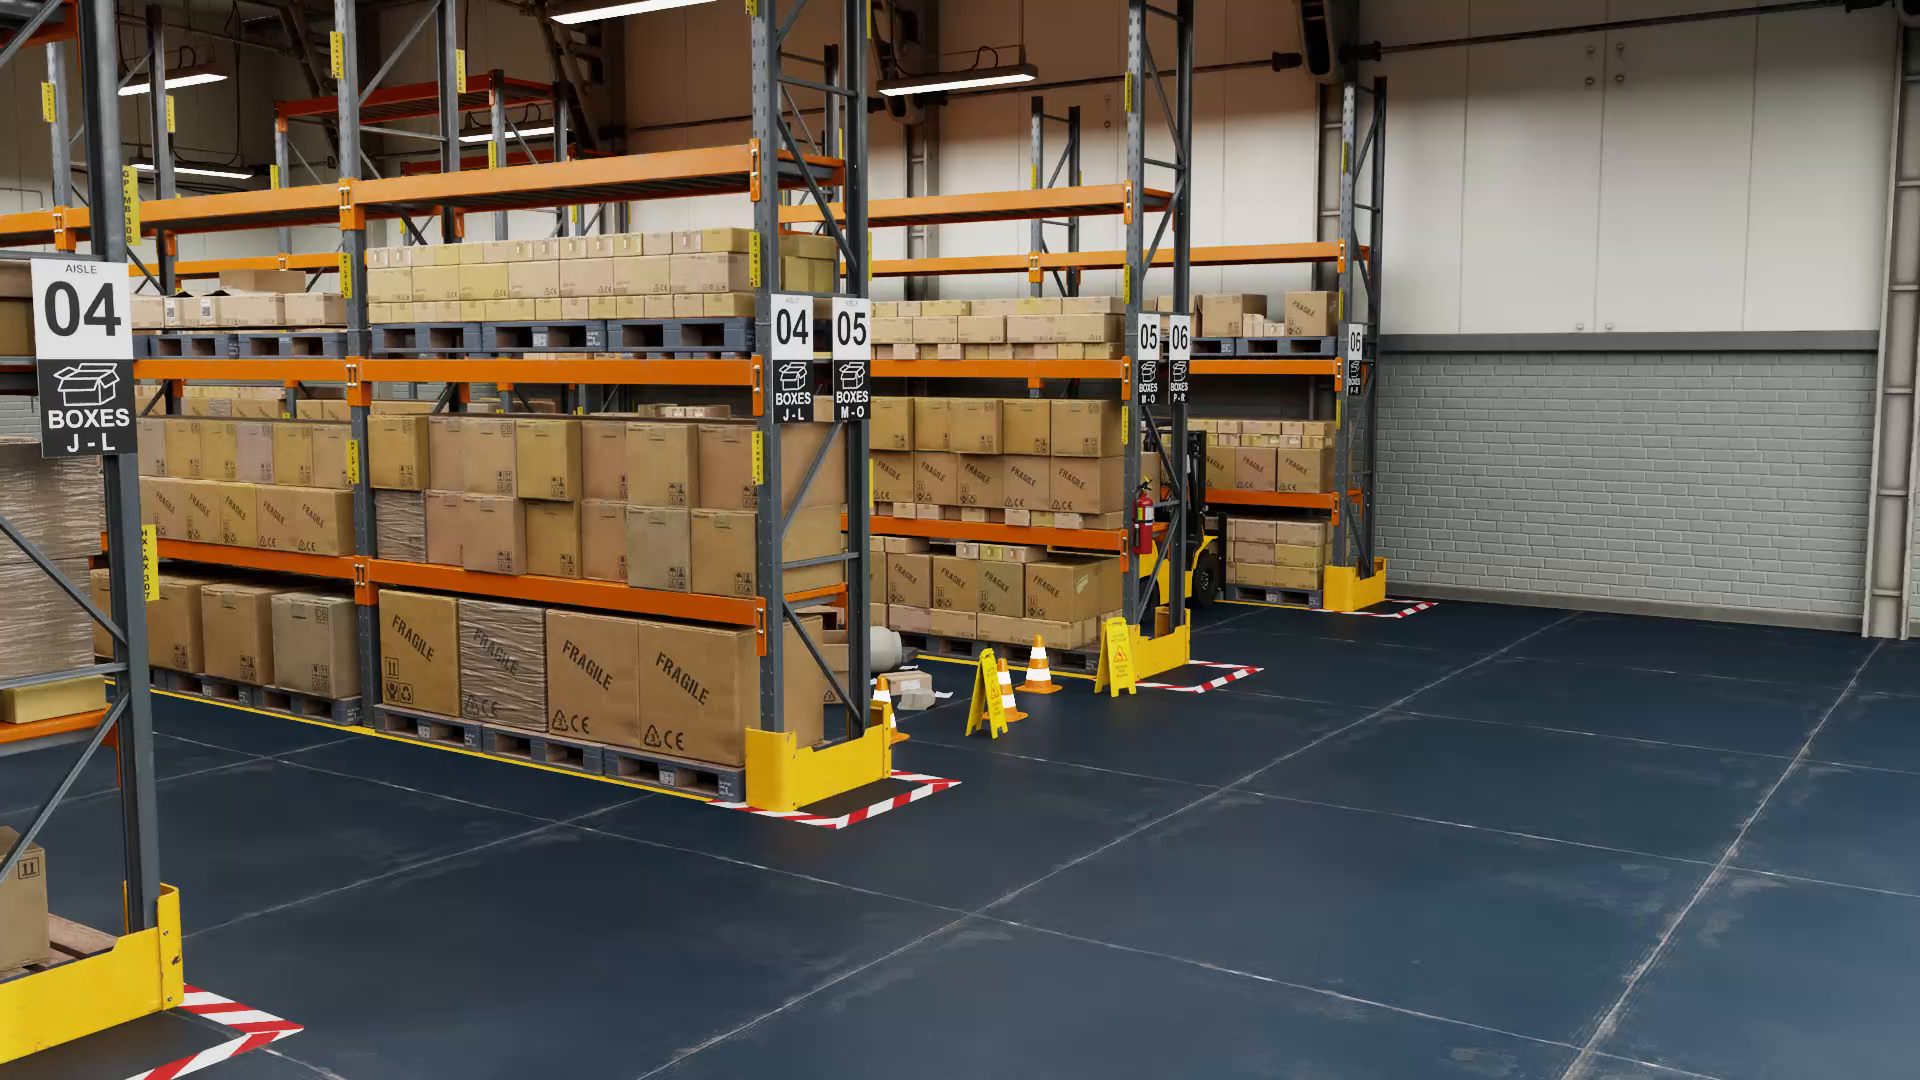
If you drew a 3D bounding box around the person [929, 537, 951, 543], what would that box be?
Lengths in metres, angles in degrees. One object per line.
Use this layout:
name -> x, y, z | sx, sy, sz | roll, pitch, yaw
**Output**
person -> -0.330, -0.123, 18.863 | 0.577, 1.782, 0.455 | 4, 7, 32
